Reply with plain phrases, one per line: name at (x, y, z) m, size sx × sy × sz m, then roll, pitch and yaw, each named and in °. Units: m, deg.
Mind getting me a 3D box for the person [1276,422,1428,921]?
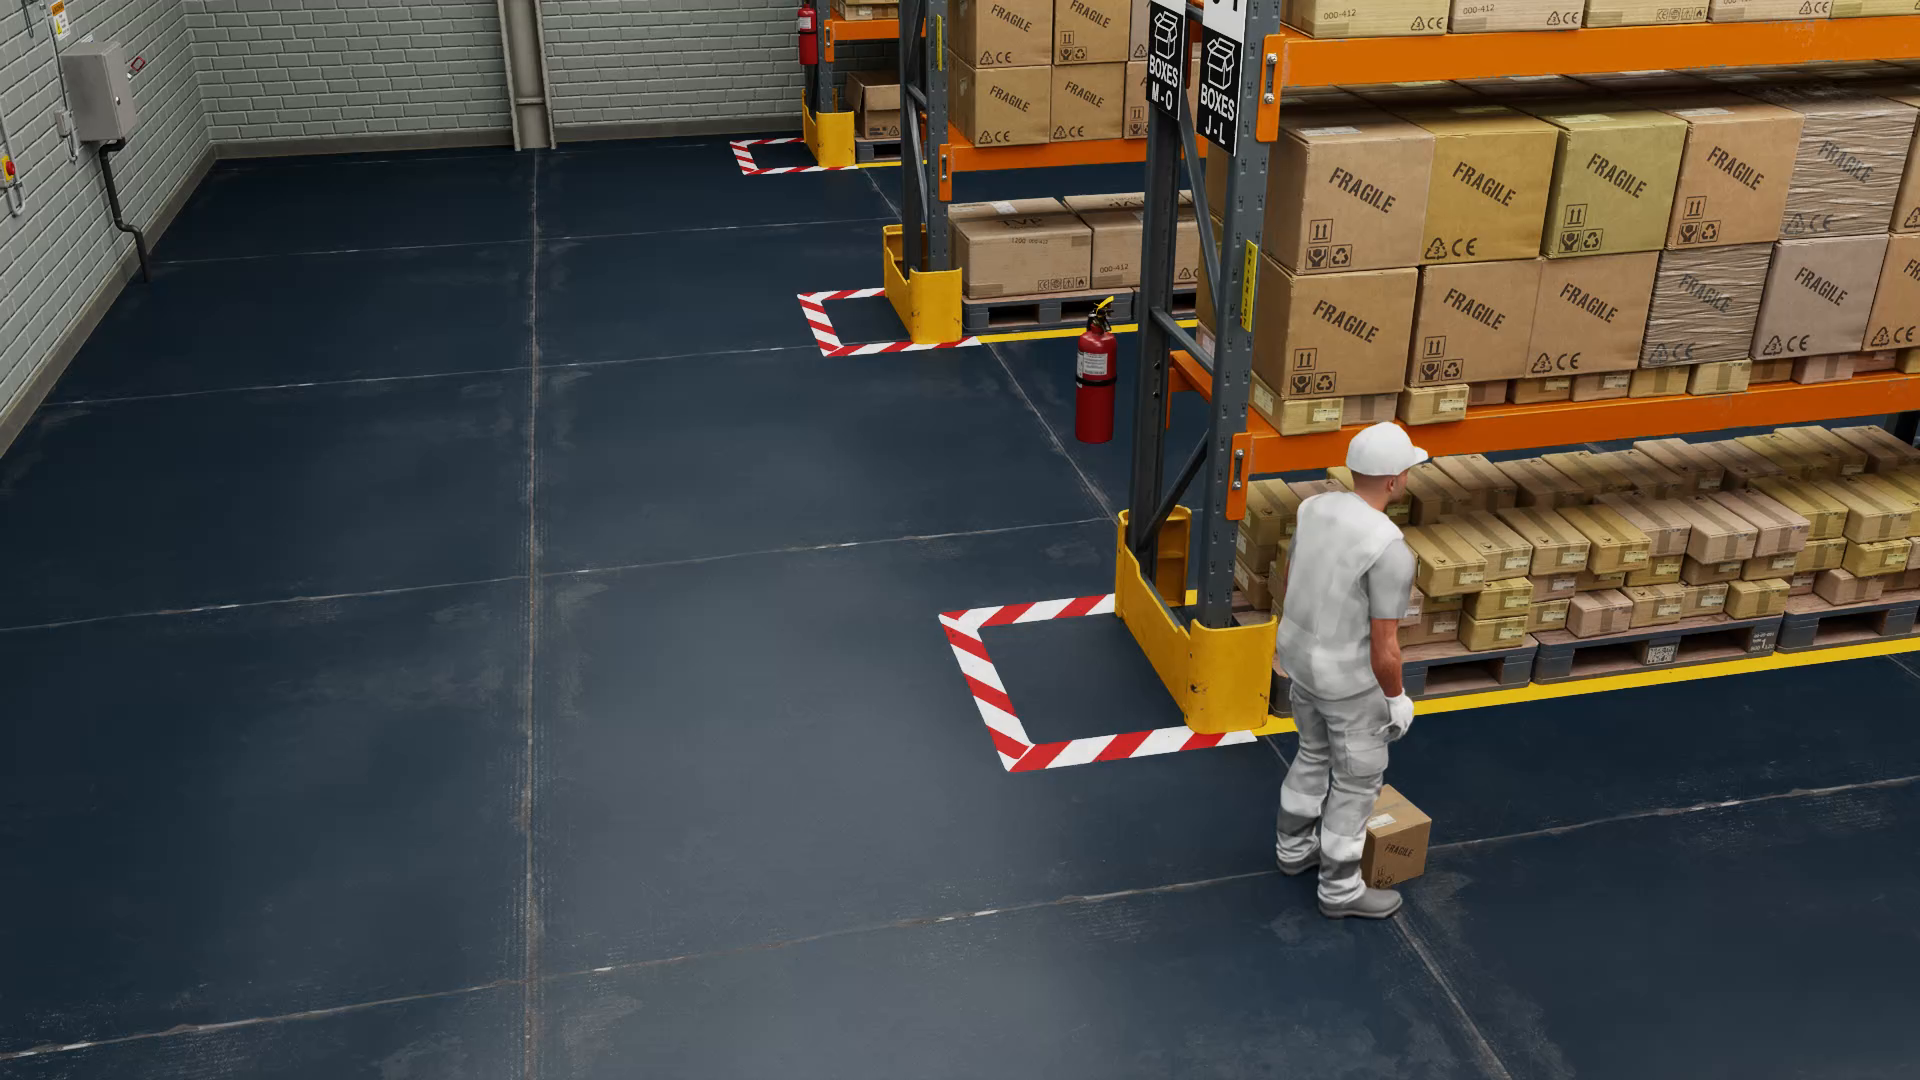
person at (1.323, 0.445, 5.706) m, size 0.448 × 1.780 × 0.619 m, roll -11°, pitch 28°, yaw -20°
